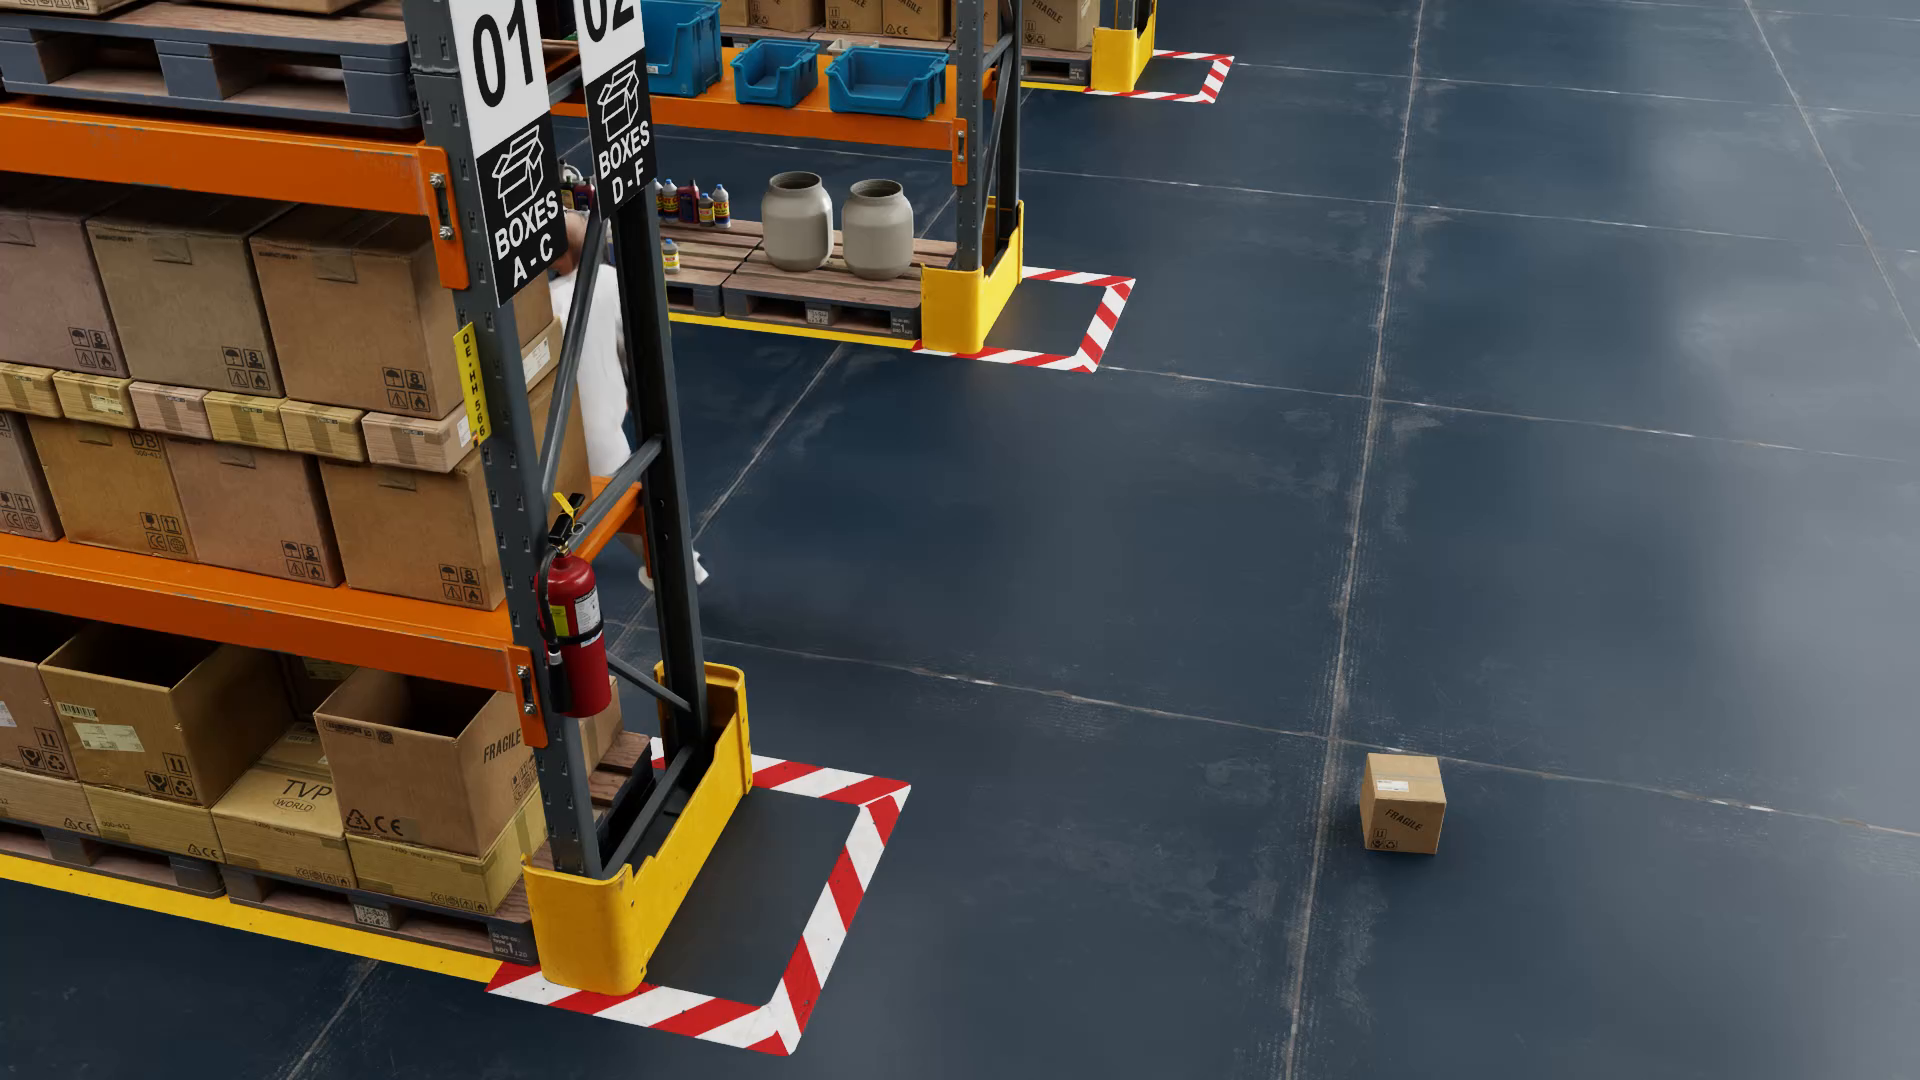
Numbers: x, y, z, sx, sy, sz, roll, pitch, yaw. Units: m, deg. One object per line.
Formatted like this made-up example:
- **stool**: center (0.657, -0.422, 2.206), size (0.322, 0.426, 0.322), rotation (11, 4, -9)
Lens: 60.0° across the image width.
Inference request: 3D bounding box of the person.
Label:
- **person**: center (-1.572, -0.549, 7.016), size (1.072, 1.740, 0.621), rotation (12, 34, 18)
